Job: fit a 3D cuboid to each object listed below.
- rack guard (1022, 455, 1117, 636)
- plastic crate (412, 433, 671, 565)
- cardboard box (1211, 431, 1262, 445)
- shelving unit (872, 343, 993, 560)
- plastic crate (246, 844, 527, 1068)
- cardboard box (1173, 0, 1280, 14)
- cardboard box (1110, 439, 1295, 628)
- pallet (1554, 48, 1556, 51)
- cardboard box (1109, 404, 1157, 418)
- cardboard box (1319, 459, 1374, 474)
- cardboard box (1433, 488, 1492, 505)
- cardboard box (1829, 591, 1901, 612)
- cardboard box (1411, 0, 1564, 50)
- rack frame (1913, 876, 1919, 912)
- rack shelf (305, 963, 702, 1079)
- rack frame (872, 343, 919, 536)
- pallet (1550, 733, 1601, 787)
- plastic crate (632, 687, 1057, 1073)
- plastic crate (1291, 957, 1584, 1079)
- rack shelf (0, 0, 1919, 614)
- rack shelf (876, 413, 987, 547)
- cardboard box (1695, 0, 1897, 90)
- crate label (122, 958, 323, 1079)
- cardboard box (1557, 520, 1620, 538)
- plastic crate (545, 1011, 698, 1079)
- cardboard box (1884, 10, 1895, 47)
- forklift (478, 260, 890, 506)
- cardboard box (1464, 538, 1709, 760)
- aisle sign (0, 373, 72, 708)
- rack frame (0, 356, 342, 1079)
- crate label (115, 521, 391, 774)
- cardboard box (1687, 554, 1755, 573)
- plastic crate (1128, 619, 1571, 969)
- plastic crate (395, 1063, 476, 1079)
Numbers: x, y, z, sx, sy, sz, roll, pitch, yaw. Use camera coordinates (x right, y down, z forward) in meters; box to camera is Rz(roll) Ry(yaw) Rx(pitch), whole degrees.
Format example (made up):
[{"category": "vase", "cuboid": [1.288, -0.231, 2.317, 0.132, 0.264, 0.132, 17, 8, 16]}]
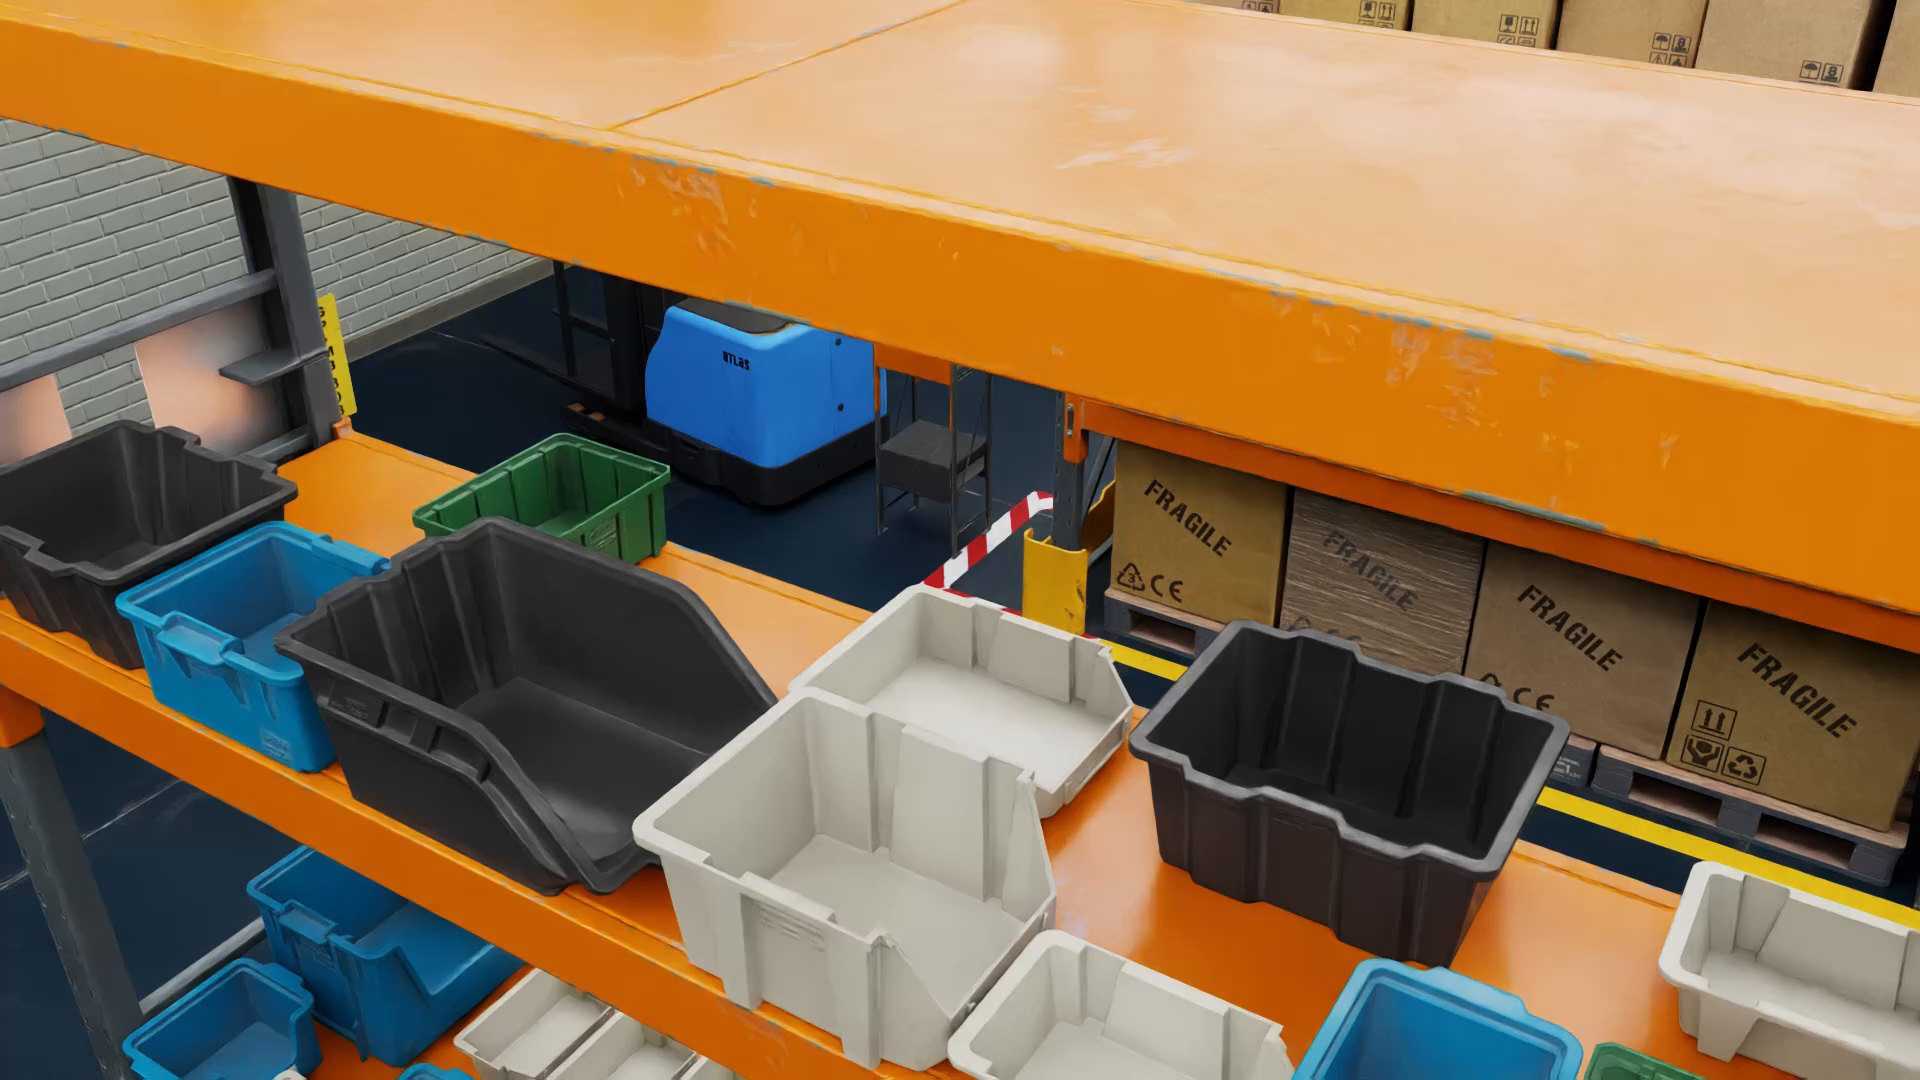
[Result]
[{"category": "rack guard", "cuboid": [0.750, -0.002, 8.758, 0.348, 0.500, 1.175, 18, 35, 27]}, {"category": "plastic crate", "cuboid": [-0.875, -0.024, 3.547, 0.336, 0.188, 0.450, 18, 35, 27]}, {"category": "cardboard box", "cuboid": [1.331, -0.595, 7.542, 0.250, 0.149, 0.380, 17, 34, 26]}, {"category": "shelving unit", "cuboid": [-0.140, -0.951, 8.797, 0.503, 2.100, 0.431, 18, 35, 27]}, {"category": "plastic crate", "cuboid": [-1.480, 1.007, 4.453, 0.499, 0.435, 0.616, 18, 35, 27]}, {"category": "cardboard box", "cuboid": [1.239, -2.523, 7.006, 0.500, 0.500, 0.700, 15, 34, 24]}, {"category": "cardboard box", "cuboid": [1.355, -0.202, 8.311, 0.875, 0.875, 0.875, 18, 35, 27]}, {"category": "pallet", "cuboid": [2.442, -1.812, 6.491, 1.213, 0.211, 1.003, 18, 35, 27]}, {"category": "cardboard box", "cuboid": [0.896, -0.731, 7.776, 0.250, 0.149, 0.380, 18, 35, 28]}, {"category": "cardboard box", "cuboid": [1.767, -0.457, 7.306, 0.250, 0.149, 0.380, 17, 34, 26]}, {"category": "cardboard box", "cuboid": [2.199, -0.320, 7.071, 0.250, 0.149, 0.380, 17, 34, 26]}, {"category": "cardboard box", "cuboid": [3.507, 0.094, 6.362, 0.250, 0.149, 0.380, 18, 35, 28]}, {"category": "cardboard box", "cuboid": [2.116, -2.203, 6.457, 0.500, 0.500, 0.700, 15, 34, 24]}, {"category": "rack frame", "cuboid": [4.158, -0.004, 6.280, 0.127, 3.000, 1.000, 18, 35, 27]}, {"category": "rack shelf", "cuboid": [-0.169, 1.885, 3.757, 4.000, 0.370, 1.077, 18, 35, 27]}, {"category": "rack frame", "cuboid": [-0.347, -1.017, 8.909, 0.015, 2.100, 0.400, 18, 35, 27]}, {"category": "pallet", "cuboid": [2.518, 0.637, 7.949, 1.213, 0.211, 1.003, 18, 35, 27]}, {"category": "plastic crate", "cuboid": [-0.150, 0.519, 2.524, 0.530, 0.282, 0.437, 18, 35, 27]}, {"category": "plastic crate", "cuboid": [0.584, 0.779, 2.128, 0.300, 0.233, 0.416, 18, 35, 27]}, {"category": "rack shelf", "cuboid": [-0.169, -0.534, 2.346, 4.000, 0.370, 1.077, 18, 35, 27]}, {"category": "rack shelf", "cuboid": [-0.140, -0.335, 9.157, 0.480, 0.518, 0.431, 18, 35, 27]}, {"category": "cardboard box", "cuboid": [3.010, -1.898, 5.934, 0.500, 0.500, 0.700, 19, 35, 30]}, {"category": "crate label", "cuboid": [-1.829, 1.291, 4.166, 0.303, 0.233, 0.416, 18, 35, 27]}, {"category": "cardboard box", "cuboid": [2.637, -0.182, 6.834, 0.250, 0.149, 0.380, 17, 34, 27]}, {"category": "plastic crate", "cuboid": [-0.838, 1.351, 4.159, 0.243, 0.136, 0.396, 18, 35, 27]}, {"category": "cardboard box", "cuboid": [5.472, -2.987, 10.007, 0.500, 0.500, 0.500, 19, 35, 29]}, {"category": "forklift", "cuboid": [-1.869, -2.070, 9.890, 3.031, 2.935, 1.130, 23, 37, 34]}, {"category": "cardboard box", "cuboid": [2.880, 0.280, 7.485, 0.875, 0.875, 0.875, 18, 35, 27]}, {"category": "aisle sign", "cuboid": [-2.082, 0.023, 3.654, 0.004, 0.787, 0.394, 18, 35, 27]}, {"category": "rack frame", "cuboid": [-1.863, 1.038, 4.494, 0.127, 3.000, 1.000, 18, 35, 27]}, {"category": "crate label", "cuboid": [-1.253, 0.192, 3.115, 0.502, 0.251, 0.408, 18, 35, 27]}, {"category": "cardboard box", "cuboid": [3.073, -0.044, 6.598, 0.250, 0.149, 0.380, 18, 35, 28]}, {"category": "plastic crate", "cuboid": [0.619, 0.421, 2.705, 0.590, 0.269, 0.497, 18, 35, 27]}, {"category": "plastic crate", "cuboid": [-1.271, 1.468, 3.864, 0.300, 0.233, 0.416, 18, 35, 27]}]
